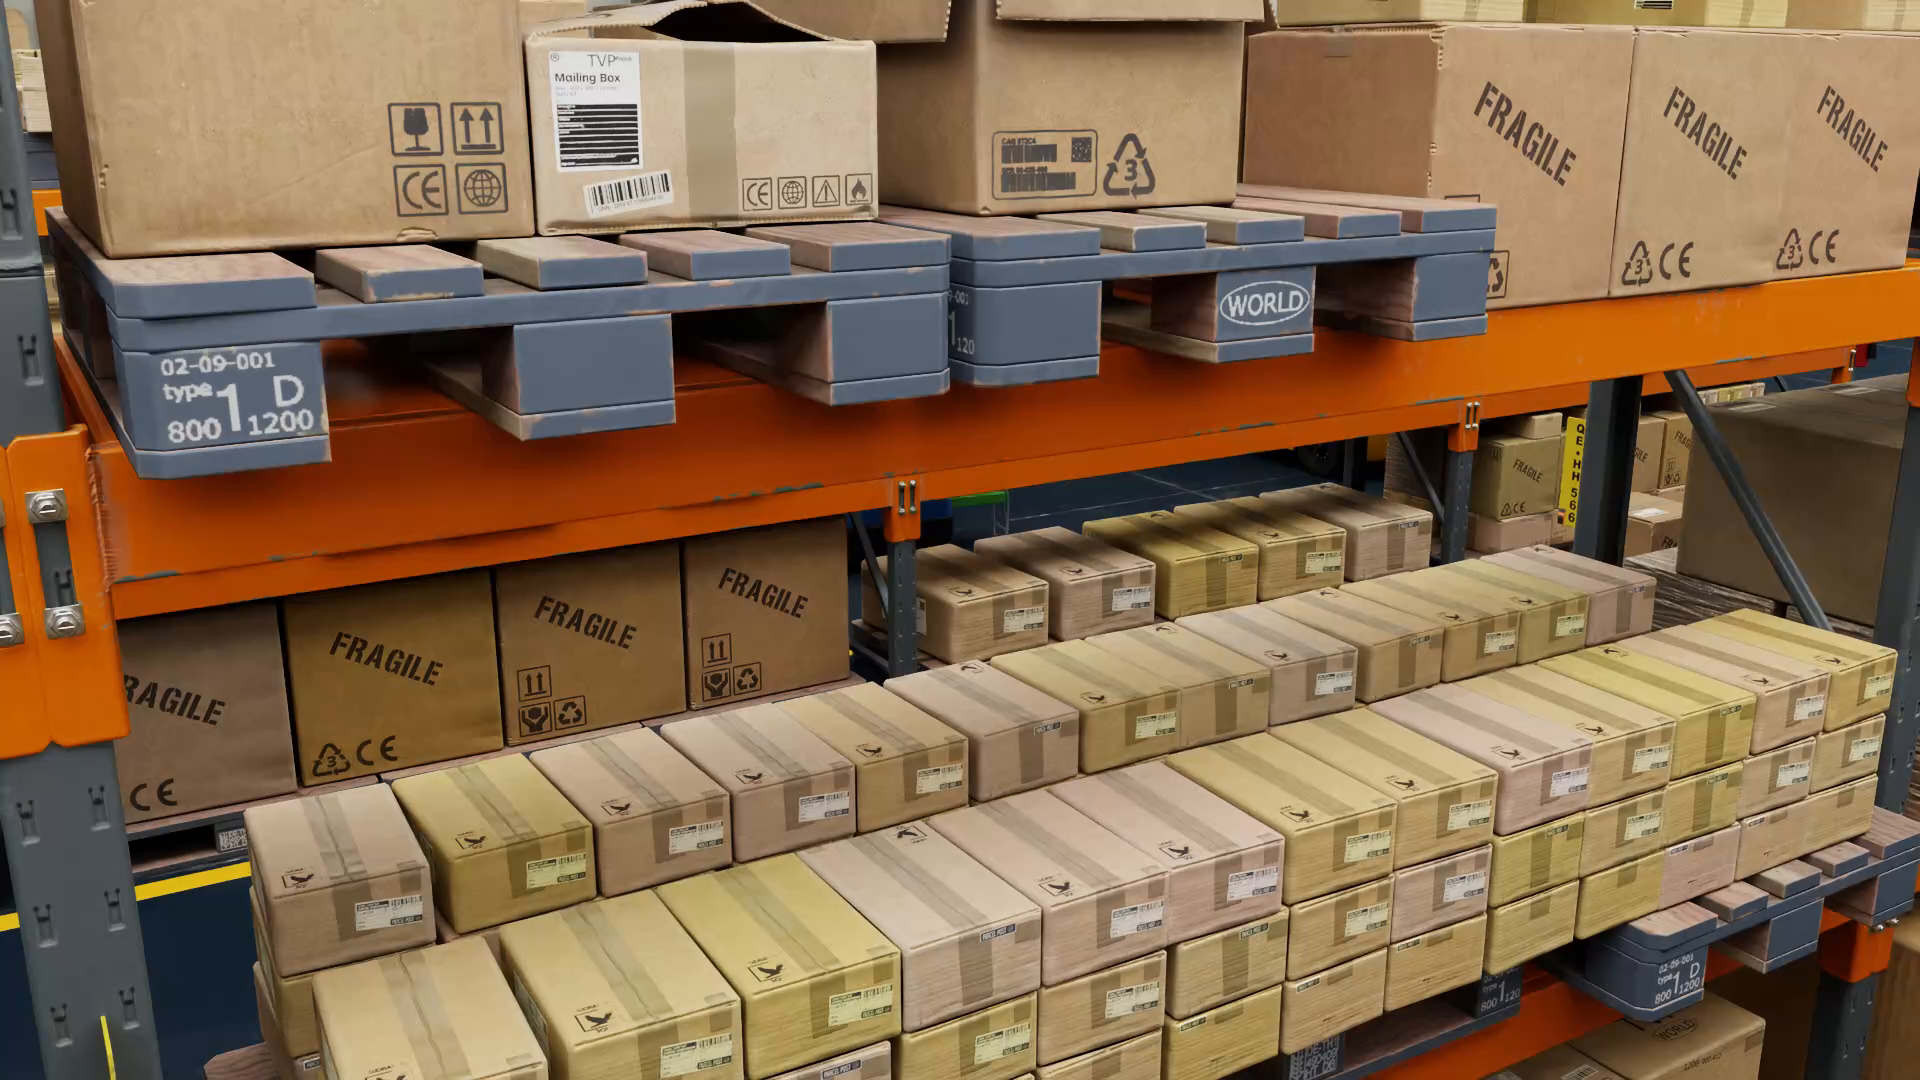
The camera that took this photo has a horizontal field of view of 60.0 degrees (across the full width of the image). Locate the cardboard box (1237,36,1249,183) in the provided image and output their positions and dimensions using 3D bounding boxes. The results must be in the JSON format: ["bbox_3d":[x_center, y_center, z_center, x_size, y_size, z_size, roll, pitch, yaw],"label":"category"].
[{"bbox_3d":[0.630,-0.843,3.616,0.500,0.500,0.500,-9,18,-30],"label":"cardboard box"}]

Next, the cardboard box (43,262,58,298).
[{"bbox_3d":[-5.987,-1.499,10.736,0.500,0.500,0.700,-9,18,-28],"label":"cardboard box"}]

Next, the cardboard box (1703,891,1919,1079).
[{"bbox_3d":[2.676,1.307,5.078,0.750,0.750,1.050,-9,18,-30],"label":"cardboard box"}]

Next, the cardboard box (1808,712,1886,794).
[{"bbox_3d":[1.919,0.440,3.920,0.250,0.149,0.380,-9,18,-29],"label":"cardboard box"}]

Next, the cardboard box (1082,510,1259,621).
[{"bbox_3d":[1.243,0.137,9.953,0.625,0.372,0.950,-9,18,-28],"label":"cardboard box"}]

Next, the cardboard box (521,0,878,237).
[{"bbox_3d":[-0.459,-0.631,2.433,0.500,0.311,0.500,-10,18,-30],"label":"cardboard box"}]

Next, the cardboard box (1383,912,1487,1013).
[{"bbox_3d":[0.819,0.761,3.325,0.250,0.149,0.380,-9,18,-28],"label":"cardboard box"}]

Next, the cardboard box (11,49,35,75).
[{"bbox_3d":[-5.843,-2.943,10.246,0.250,0.149,0.380,-9,18,-29],"label":"cardboard box"}]

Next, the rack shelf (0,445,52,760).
[{"bbox_3d":[-3.035,0.226,1.320,4.000,0.370,1.077,-9,18,-30],"label":"rack shelf"}]

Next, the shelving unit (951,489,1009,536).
[{"bbox_3d":[0.070,-0.569,11.715,0.503,1.200,0.258,-6,17,-22],"label":"shelving unit"}]

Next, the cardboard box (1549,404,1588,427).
[{"bbox_3d":[4.123,-0.844,11.087,0.250,0.149,0.380,-8,18,-28],"label":"cardboard box"}]

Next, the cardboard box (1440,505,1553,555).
[{"bbox_3d":[3.545,-0.095,11.007,0.500,0.250,0.500,-10,19,-32],"label":"cardboard box"}]

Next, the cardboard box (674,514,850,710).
[{"bbox_3d":[-1.163,0.257,8.595,0.875,0.875,0.875,-9,18,-30],"label":"cardboard box"}]

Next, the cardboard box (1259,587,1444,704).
[{"bbox_3d":[0.943,0.250,4.047,0.250,0.149,0.380,-10,19,-32],"label":"cardboard box"}]

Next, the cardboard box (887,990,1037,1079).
[{"bbox_3d":[-0.082,0.765,2.761,0.250,0.149,0.380,-10,19,-32],"label":"cardboard box"}]

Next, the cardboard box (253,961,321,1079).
[{"bbox_3d":[-1.083,0.864,2.957,0.250,0.149,0.380,-10,18,-31],"label":"cardboard box"}]

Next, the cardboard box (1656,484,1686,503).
[{"bbox_3d":[4.881,-0.312,11.783,0.500,0.250,0.500,-10,18,-32],"label":"cardboard box"}]

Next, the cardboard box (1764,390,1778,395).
[{"bbox_3d":[5.777,-0.821,12.207,0.500,0.500,0.500,-9,18,-29],"label":"cardboard box"}]

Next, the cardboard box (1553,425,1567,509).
[{"bbox_3d":[3.998,-0.533,11.181,0.500,0.500,0.500,-8,18,-27],"label":"cardboard box"}]

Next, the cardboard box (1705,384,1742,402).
[{"bbox_3d":[5.280,-1.032,11.760,0.250,0.149,0.380,-9,18,-29],"label":"cardboard box"}]

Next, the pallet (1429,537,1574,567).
[{"bbox_3d":[3.458,0.044,11.361,1.213,0.211,1.003,-9,18,-30],"label":"pallet"}]

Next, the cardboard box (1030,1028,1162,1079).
[{"bbox_3d":[0.138,0.873,2.926,0.250,0.149,0.380,-10,19,-32],"label":"cardboard box"}]

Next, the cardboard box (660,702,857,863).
[{"bbox_3d":[-0.400,0.468,3.268,0.250,0.149,0.380,-9,18,-30],"label":"cardboard box"}]

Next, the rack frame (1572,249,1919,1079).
[{"bbox_3d":[2.108,0.490,4.603,0.127,3.000,1.000,-9,18,-30],"label":"rack frame"}]

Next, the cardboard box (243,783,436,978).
[{"bbox_3d":[-1.078,0.578,2.877,0.250,0.149,0.380,-8,18,-27],"label":"cardboard box"}]

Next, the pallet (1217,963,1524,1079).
[{"bbox_3d":[0.432,0.867,3.614,1.213,0.211,1.003,-9,18,-30],"label":"pallet"}]

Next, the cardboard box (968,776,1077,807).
[{"bbox_3d":[0.046,0.537,3.574,0.250,0.149,0.380,-9,18,-29],"label":"cardboard box"}]

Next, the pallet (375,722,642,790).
[{"bbox_3d":[-2.288,0.962,8.086,1.213,0.211,1.003,-9,18,-30],"label":"pallet"}]

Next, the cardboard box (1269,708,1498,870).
[{"bbox_3d":[0.814,0.476,3.240,0.250,0.149,0.380,-8,18,-27],"label":"cardboard box"}]

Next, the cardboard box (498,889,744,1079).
[{"bbox_3d":[-0.511,0.690,2.476,0.250,0.149,0.380,-9,18,-28],"label":"cardboard box"}]

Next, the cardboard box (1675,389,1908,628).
[{"bbox_3d":[2.498,-0.099,4.669,0.500,0.500,0.700,-9,18,-30],"label":"cardboard box"}]

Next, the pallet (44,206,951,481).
[{"bbox_3d":[-0.737,-0.369,2.459,1.003,0.211,1.213,-9,18,-30],"label":"pallet"}]

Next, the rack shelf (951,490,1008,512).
[{"bbox_3d":[0.070,-0.276,11.797,0.480,0.148,0.258,-6,17,-22],"label":"rack shelf"}]

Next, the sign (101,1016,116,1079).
[{"bbox_3d":[-1.035,0.754,2.059,0.005,0.325,0.100,-9,18,-30],"label":"sign"}]

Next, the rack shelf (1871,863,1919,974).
[{"bbox_3d":[3.822,0.559,5.692,4.000,0.370,1.077,-9,18,-30],"label":"rack shelf"}]

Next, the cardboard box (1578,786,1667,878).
[{"bbox_3d":[1.252,0.549,3.530,0.250,0.149,0.380,-9,18,-30],"label":"cardboard box"}]

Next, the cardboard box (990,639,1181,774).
[{"bbox_3d":[0.270,0.359,3.657,0.250,0.149,0.380,-10,18,-30],"label":"cardboard box"}]

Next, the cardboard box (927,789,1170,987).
[{"bbox_3d":[0.145,0.585,2.850,0.250,0.149,0.380,-9,18,-30],"label":"cardboard box"}]

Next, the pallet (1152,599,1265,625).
[{"bbox_3d":[1.187,0.425,10.003,1.213,0.211,1.003,-9,18,-30],"label":"pallet"}]

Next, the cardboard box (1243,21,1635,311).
[{"bbox_3d":[0.896,-0.723,3.189,0.500,0.500,0.500,-9,18,-30],"label":"cardboard box"}]

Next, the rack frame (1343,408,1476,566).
[{"bbox_3d":[2.900,-1.197,10.623,0.127,3.000,1.000,-9,18,-30],"label":"rack frame"}]

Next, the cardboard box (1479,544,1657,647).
[{"bbox_3d":[1.608,0.143,4.429,0.250,0.149,0.380,-9,18,-30],"label":"cardboard box"}]

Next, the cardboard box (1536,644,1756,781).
[{"bbox_3d":[1.483,0.368,3.626,0.250,0.149,0.380,-9,18,-28],"label":"cardboard box"}]

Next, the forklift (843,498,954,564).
[{"bbox_3d":[-1.610,-1.241,10.908,3.031,2.935,1.130,-6,17,-22],"label":"forklift"}]

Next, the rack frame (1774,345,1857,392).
[{"bbox_3d":[6.329,-1.753,12.606,0.127,3.000,1.000,-9,18,-30],"label":"rack frame"}]

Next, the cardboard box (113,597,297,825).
[{"bbox_3d":[-3.467,0.631,7.259,0.875,0.875,0.875,-9,18,-28],"label":"cardboard box"}]

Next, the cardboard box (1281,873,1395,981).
[{"bbox_3d":[0.593,0.656,3.150,0.250,0.149,0.380,-10,18,-31],"label":"cardboard box"}]

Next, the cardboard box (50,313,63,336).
[{"bbox_3d":[-3.432,-0.609,6.488,0.500,0.500,0.500,-9,18,-29],"label":"cardboard box"}]

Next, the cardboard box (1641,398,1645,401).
[{"bbox_3d":[4.595,-0.799,12.130,0.500,0.500,0.500,-9,18,-29],"label":"cardboard box"}]

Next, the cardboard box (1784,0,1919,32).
[{"bbox_3d":[1.895,-1.254,3.667,0.258,0.266,0.396,-9,18,-30],"label":"cardboard box"}]

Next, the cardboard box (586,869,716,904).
[{"bbox_3d":[-0.642,0.650,3.170,0.250,0.149,0.380,-8,18,-27],"label":"cardboard box"}]

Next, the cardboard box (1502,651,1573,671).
[{"bbox_3d":[1.358,0.325,4.330,0.250,0.149,0.380,-8,18,-27],"label":"cardboard box"}]

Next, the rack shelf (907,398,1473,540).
[{"bbox_3d":[1.186,-0.573,9.728,4.000,0.370,1.077,-9,18,-30],"label":"rack shelf"}]

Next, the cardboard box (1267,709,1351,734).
[{"bbox_3d":[0.701,0.432,3.947,0.250,0.149,0.380,-9,18,-30],"label":"cardboard box"}]

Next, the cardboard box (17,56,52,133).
[{"bbox_3d":[-3.348,-1.655,6.171,0.258,0.266,0.396,-9,18,-30],"label":"cardboard box"}]

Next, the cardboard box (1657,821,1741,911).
[{"bbox_3d":[1.487,0.654,3.707,0.250,0.149,0.380,-9,18,-29],"label":"cardboard box"}]
